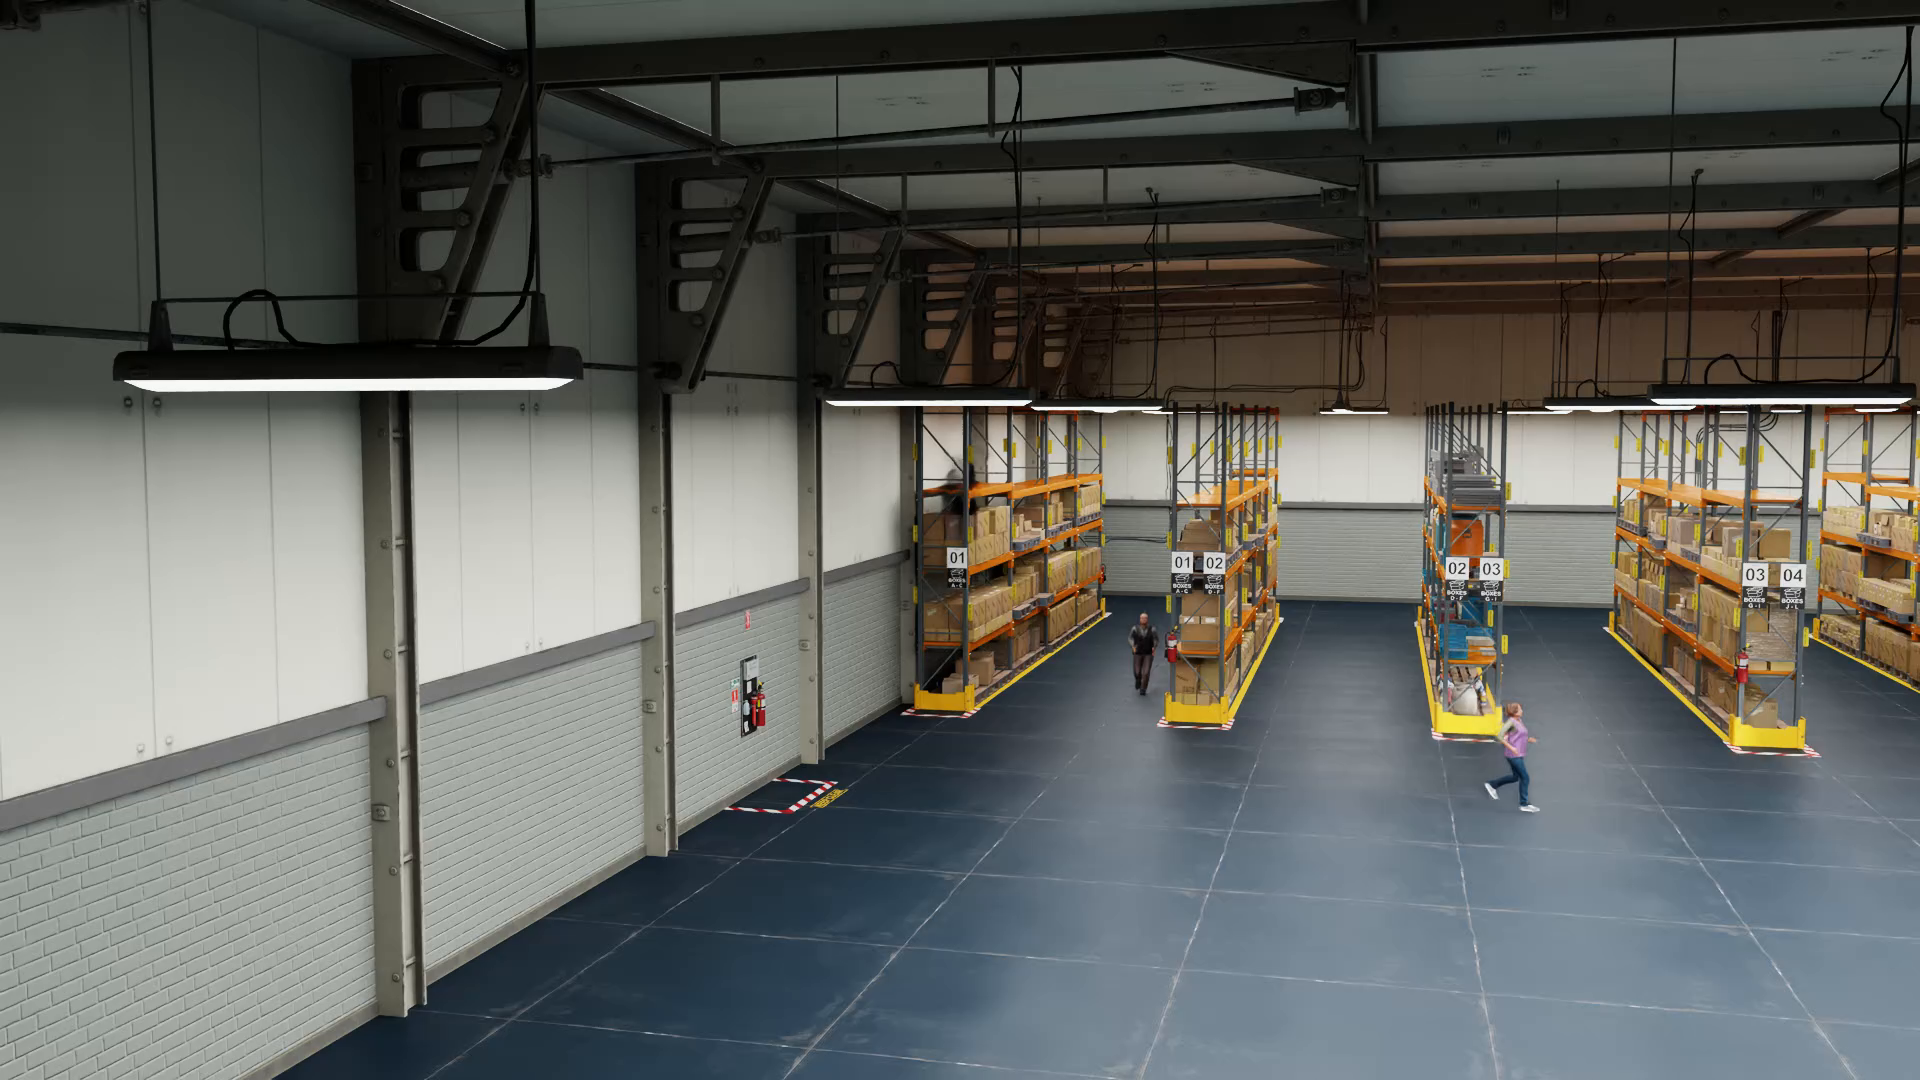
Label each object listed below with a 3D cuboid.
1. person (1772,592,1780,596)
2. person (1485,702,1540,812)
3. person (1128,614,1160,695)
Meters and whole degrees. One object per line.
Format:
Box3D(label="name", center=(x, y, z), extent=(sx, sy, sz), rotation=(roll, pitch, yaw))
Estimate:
Box3D(label="person", center=(20.877, 1.738, 42.984), extent=(0.749, 1.618, 0.676), rotation=(3, 5, 38))
Box3D(label="person", center=(8.051, 3.141, 24.220), extent=(0.823, 1.570, 0.547), rotation=(3, 5, 34))
Box3D(label="person", center=(3.787, 2.354, 34.274), extent=(0.647, 1.675, 0.580), rotation=(0, 4, 6))
